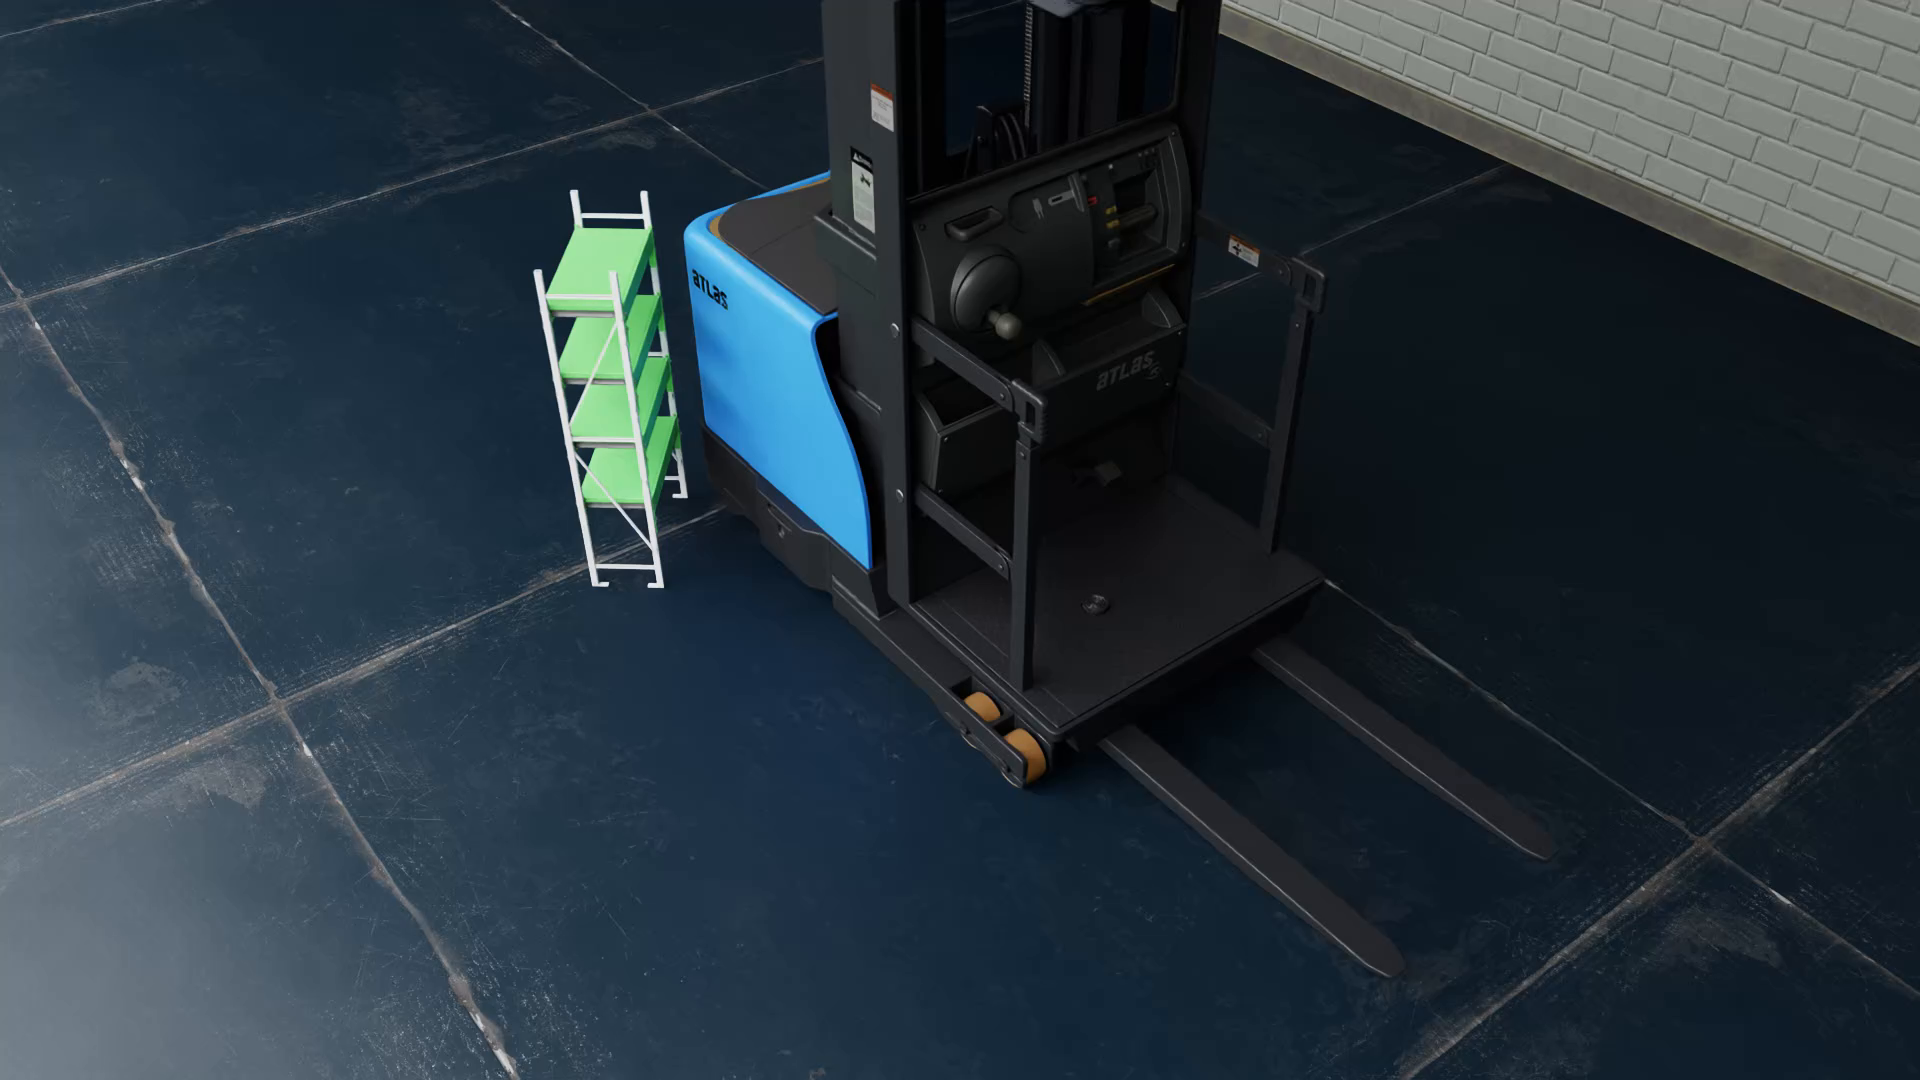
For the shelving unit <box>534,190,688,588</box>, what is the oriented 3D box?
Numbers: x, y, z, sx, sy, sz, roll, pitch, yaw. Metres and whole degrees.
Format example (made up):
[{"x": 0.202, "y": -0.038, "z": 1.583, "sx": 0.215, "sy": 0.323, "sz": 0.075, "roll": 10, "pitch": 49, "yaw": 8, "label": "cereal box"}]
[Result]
[{"x": -1.101, "y": -0.466, "z": 5.371, "sx": 0.258, "sy": 1.200, "sz": 0.503, "roll": 1, "pitch": 39, "yaw": 2, "label": "shelving unit"}]

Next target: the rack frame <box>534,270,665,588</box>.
[{"x": -1.110, "y": -0.311, "z": 5.183, "sx": 0.240, "sy": 1.200, "sz": 0.015, "roll": 1, "pitch": 39, "yaw": 2, "label": "rack frame"}]

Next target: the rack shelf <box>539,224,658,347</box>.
[{"x": -1.102, "y": -0.788, "z": 5.108, "sx": 0.258, "sy": 0.148, "sz": 0.480, "roll": 1, "pitch": 39, "yaw": 2, "label": "rack shelf"}]

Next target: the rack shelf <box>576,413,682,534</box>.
[{"x": -1.100, "y": -0.231, "z": 5.564, "sx": 0.258, "sy": 0.148, "sz": 0.480, "roll": 1, "pitch": 39, "yaw": 2, "label": "rack shelf"}]

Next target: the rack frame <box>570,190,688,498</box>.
[{"x": -1.092, "y": -0.620, "z": 5.560, "sx": 0.240, "sy": 1.200, "sz": 0.015, "roll": 1, "pitch": 39, "yaw": 2, "label": "rack frame"}]

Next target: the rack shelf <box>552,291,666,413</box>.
[{"x": -1.101, "y": -0.602, "z": 5.260, "sx": 0.258, "sy": 0.148, "sz": 0.480, "roll": 1, "pitch": 39, "yaw": 2, "label": "rack shelf"}]

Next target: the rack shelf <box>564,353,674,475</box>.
[{"x": -1.101, "y": -0.416, "z": 5.412, "sx": 0.258, "sy": 0.148, "sz": 0.480, "roll": 1, "pitch": 39, "yaw": 2, "label": "rack shelf"}]

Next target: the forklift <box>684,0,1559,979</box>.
[{"x": 0.399, "y": -0.771, "z": 4.379, "sx": 1.130, "sy": 2.935, "sz": 3.031, "roll": -26, "pitch": 46, "yaw": -28, "label": "forklift"}]
